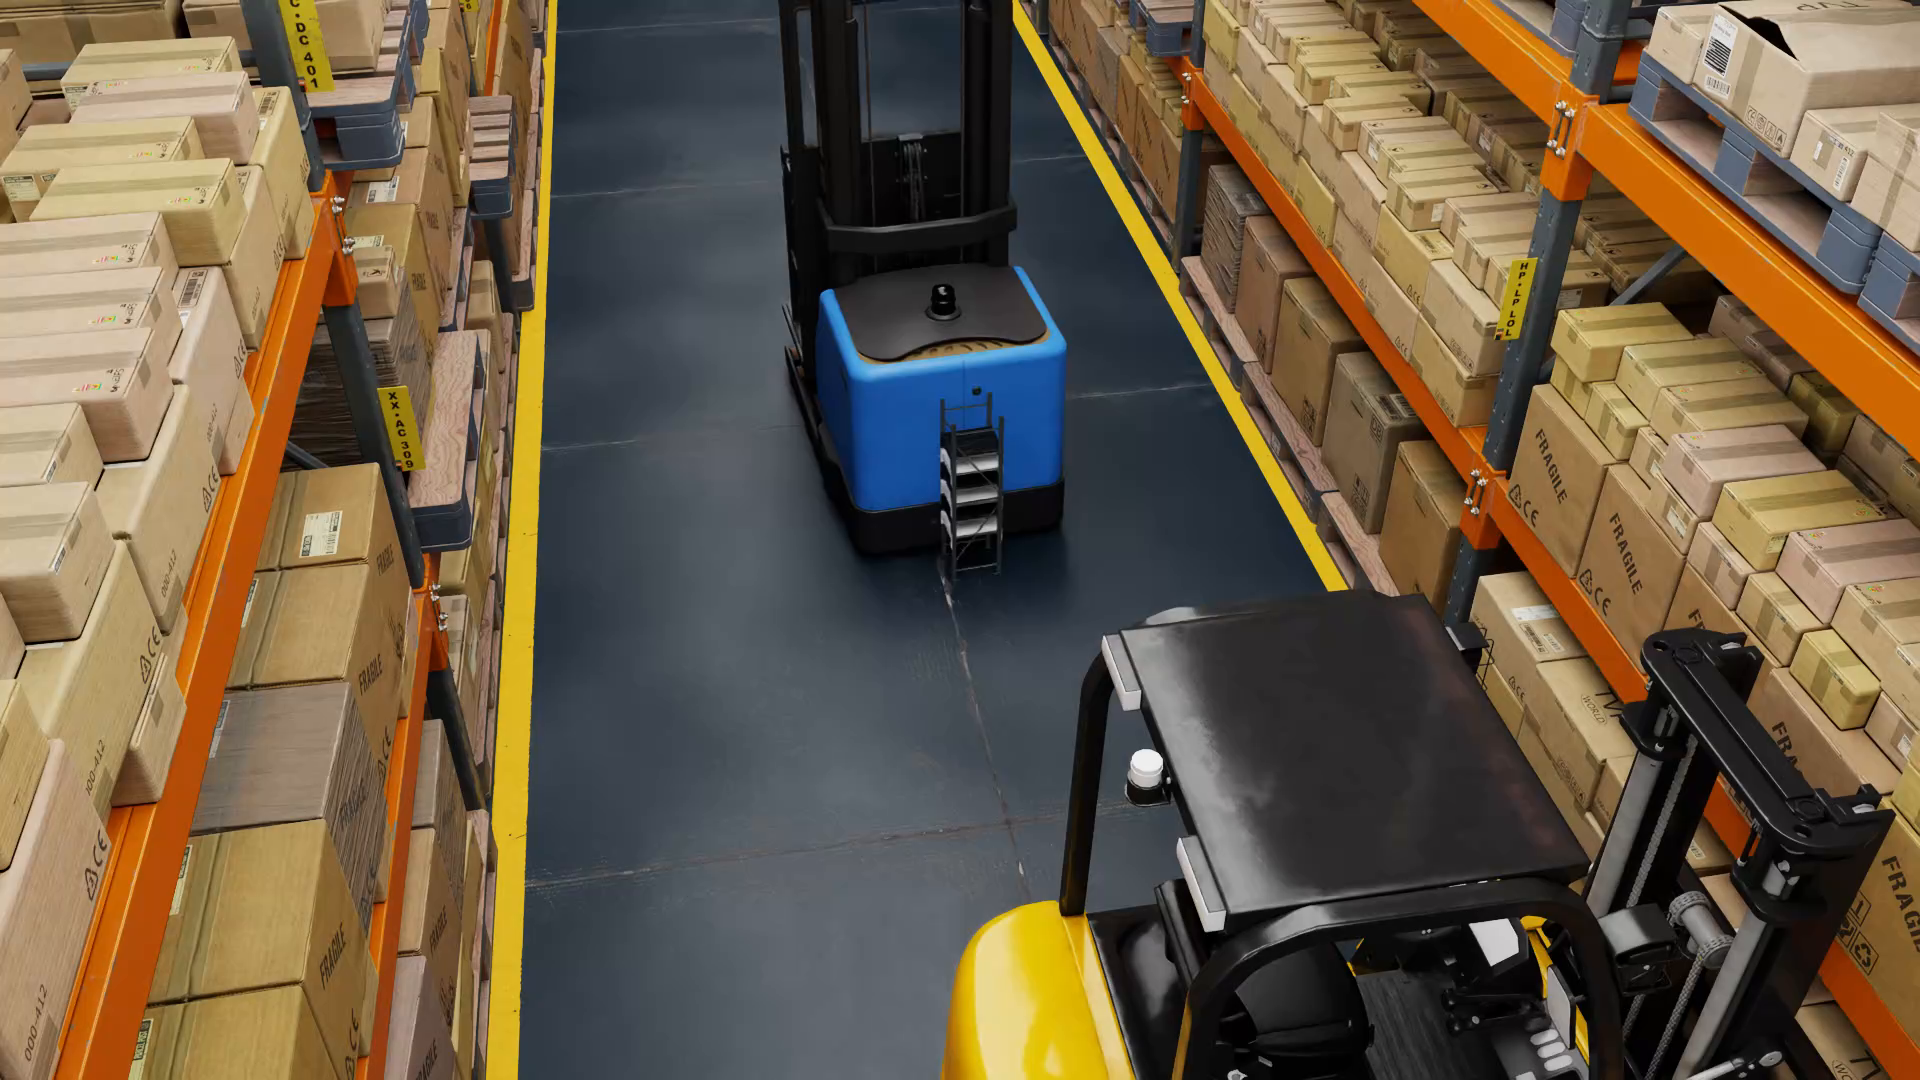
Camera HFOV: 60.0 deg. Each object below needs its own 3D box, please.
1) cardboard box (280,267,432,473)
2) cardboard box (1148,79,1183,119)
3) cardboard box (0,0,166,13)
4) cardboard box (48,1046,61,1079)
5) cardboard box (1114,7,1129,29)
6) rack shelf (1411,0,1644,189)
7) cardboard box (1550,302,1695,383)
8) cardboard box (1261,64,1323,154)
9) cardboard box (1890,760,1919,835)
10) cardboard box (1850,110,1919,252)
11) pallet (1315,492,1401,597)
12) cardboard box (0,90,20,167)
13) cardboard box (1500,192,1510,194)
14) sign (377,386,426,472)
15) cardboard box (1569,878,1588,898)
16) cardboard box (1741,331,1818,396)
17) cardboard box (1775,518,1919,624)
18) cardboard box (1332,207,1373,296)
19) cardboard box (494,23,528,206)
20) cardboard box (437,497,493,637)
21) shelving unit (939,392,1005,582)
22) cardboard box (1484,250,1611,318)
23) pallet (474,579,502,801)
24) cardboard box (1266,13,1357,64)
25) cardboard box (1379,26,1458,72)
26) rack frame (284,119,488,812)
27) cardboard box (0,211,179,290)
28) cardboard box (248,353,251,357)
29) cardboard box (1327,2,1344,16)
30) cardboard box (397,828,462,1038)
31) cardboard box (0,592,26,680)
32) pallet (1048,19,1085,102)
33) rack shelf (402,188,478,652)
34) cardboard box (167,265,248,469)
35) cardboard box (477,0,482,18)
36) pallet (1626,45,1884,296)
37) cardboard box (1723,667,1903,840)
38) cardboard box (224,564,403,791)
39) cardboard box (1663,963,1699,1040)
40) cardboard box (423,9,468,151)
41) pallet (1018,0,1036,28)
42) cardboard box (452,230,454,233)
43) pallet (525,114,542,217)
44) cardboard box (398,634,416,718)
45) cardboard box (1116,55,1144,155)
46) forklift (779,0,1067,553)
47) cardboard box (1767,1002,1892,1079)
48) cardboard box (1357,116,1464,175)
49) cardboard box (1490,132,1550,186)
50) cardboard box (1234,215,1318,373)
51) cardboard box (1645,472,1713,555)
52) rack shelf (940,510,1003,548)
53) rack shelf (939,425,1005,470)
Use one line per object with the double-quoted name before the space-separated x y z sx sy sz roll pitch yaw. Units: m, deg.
"cardboard box" -2.170 -0.595 5.805 0.500 0.500 0.500 -5 38 -7
"cardboard box" 1.401 -2.778 10.447 0.380 0.149 0.250 -8 39 -10
"cardboard box" -2.597 -1.783 4.928 0.500 0.250 0.500 -5 38 -7
"cardboard box" -1.554 0.824 2.403 0.380 0.149 0.250 -5 38 -7
"cardboard box" 1.281 -3.574 11.472 0.380 0.149 0.250 -6 38 -8
"rack shelf" 2.166 -2.603 7.197 1.077 0.370 4.000 -6 38 -8
"cardboard box" 2.280 -0.683 5.731 0.380 0.149 0.250 -5 38 -7
"cardboard box" 1.813 -2.134 8.166 0.500 0.250 0.500 -7 38 -9
"cardboard box" 2.632 0.675 4.226 0.380 0.149 0.250 -6 38 -8
"cardboard box" 2.477 -0.902 4.107 0.396 0.266 0.258 -7 38 -9
"pallet" 2.349 0.166 7.764 1.003 0.211 1.213 -6 38 -8
"cardboard box" -2.562 -0.979 4.075 0.380 0.149 0.250 -5 38 -7
"cardboard box" 2.601 -1.271 7.056 0.500 0.250 0.500 -7 38 -8
"sign" -1.837 -0.363 5.467 0.100 0.325 0.005 -6 38 -8
"cardboard box" 2.485 1.367 5.844 0.500 0.250 0.500 -6 38 -7
"cardboard box" 2.873 -0.591 5.613 0.380 0.149 0.250 -7 38 -9
"cardboard box" 2.584 0.087 4.741 0.380 0.149 0.250 -6 38 -8
"cardboard box" 2.020 -1.318 7.523 0.500 0.250 0.500 -6 38 -8
"cardboard box" -3.263 -2.666 10.527 0.875 0.875 0.875 -6 38 -7
"cardboard box" -2.594 0.163 7.294 0.950 0.372 0.625 -4 38 -5
"shelving unit" 0.054 -0.237 7.722 0.258 0.900 0.210 -9 39 -11
"cardboard box" 2.238 -0.972 6.346 0.380 0.149 0.250 -5 38 -6
"pallet" -2.508 0.673 7.112 1.003 0.211 1.213 -6 38 -8
"cardboard box" 1.757 -2.512 8.328 0.380 0.149 0.250 -6 38 -7
"cardboard box" 2.293 -2.415 8.204 0.380 0.149 0.250 -6 38 -8
"rack frame" -2.370 0.042 5.651 1.000 3.000 0.127 -6 38 -8
"cardboard box" -1.902 -0.563 3.539 0.380 0.149 0.250 -7 38 -9
"cardboard box" -1.988 -0.572 4.201 0.380 0.149 0.250 -6 38 -7
"cardboard box" 2.167 -2.807 9.033 0.500 0.250 0.500 -5 38 -7
"cardboard box" -1.911 1.301 5.318 0.500 0.500 0.500 -6 38 -7
"cardboard box" -1.681 0.214 2.539 0.380 0.149 0.250 -6 38 -8
"pallet" 1.293 -3.738 12.789 1.003 0.211 1.213 -6 38 -8
"rack shelf" -2.721 -0.882 7.427 1.077 0.370 4.000 -6 38 -8
"cardboard box" -1.863 -0.349 3.589 0.500 0.250 0.500 -7 38 -9
"cardboard box" -3.006 -3.157 9.484 0.500 0.250 0.500 -5 38 -7
"pallet" 2.691 -1.132 4.789 1.003 0.211 1.213 -6 38 -8
"cardboard box" 2.602 0.687 4.739 0.500 0.500 0.500 -6 38 -8
"cardboard box" -1.950 0.437 4.819 0.500 0.500 0.500 -5 38 -6
"cardboard box" 2.552 1.468 5.307 0.500 0.250 0.500 -6 38 -8
"cardboard box" -2.616 -2.141 7.795 0.500 0.500 0.500 -7 38 -9
"pallet" 0.994 -4.640 13.951 1.003 0.211 1.213 -6 38 -8
"cardboard box" -2.432 -1.341 7.293 0.380 0.149 0.250 -7 38 -9
"pallet" -3.346 -2.493 11.186 1.003 0.211 1.213 -6 38 -8
"cardboard box" -1.963 0.452 5.328 0.380 0.149 0.250 -5 38 -7
"cardboard box" 1.357 -2.941 11.185 0.500 0.500 0.500 -5 38 -6
"forklift" -0.353 -2.005 8.342 1.130 2.935 3.031 -9 39 -11
"cardboard box" 2.636 1.591 4.741 0.500 0.250 0.500 -6 38 -7
"cardboard box" 1.985 -1.741 7.336 0.380 0.149 0.250 -6 38 -8
"cardboard box" 2.544 -1.649 7.217 0.380 0.149 0.250 -6 38 -8
"cardboard box" 2.033 -1.366 9.057 0.875 0.625 0.625 -5 38 -6
"cardboard box" 2.403 -0.102 5.225 0.380 0.149 0.250 -5 38 -7
"rack shelf" 0.054 -0.069 7.853 0.258 0.077 0.200 -9 39 -11
"rack shelf" 0.054 -0.424 7.577 0.258 0.077 0.200 -9 39 -11
